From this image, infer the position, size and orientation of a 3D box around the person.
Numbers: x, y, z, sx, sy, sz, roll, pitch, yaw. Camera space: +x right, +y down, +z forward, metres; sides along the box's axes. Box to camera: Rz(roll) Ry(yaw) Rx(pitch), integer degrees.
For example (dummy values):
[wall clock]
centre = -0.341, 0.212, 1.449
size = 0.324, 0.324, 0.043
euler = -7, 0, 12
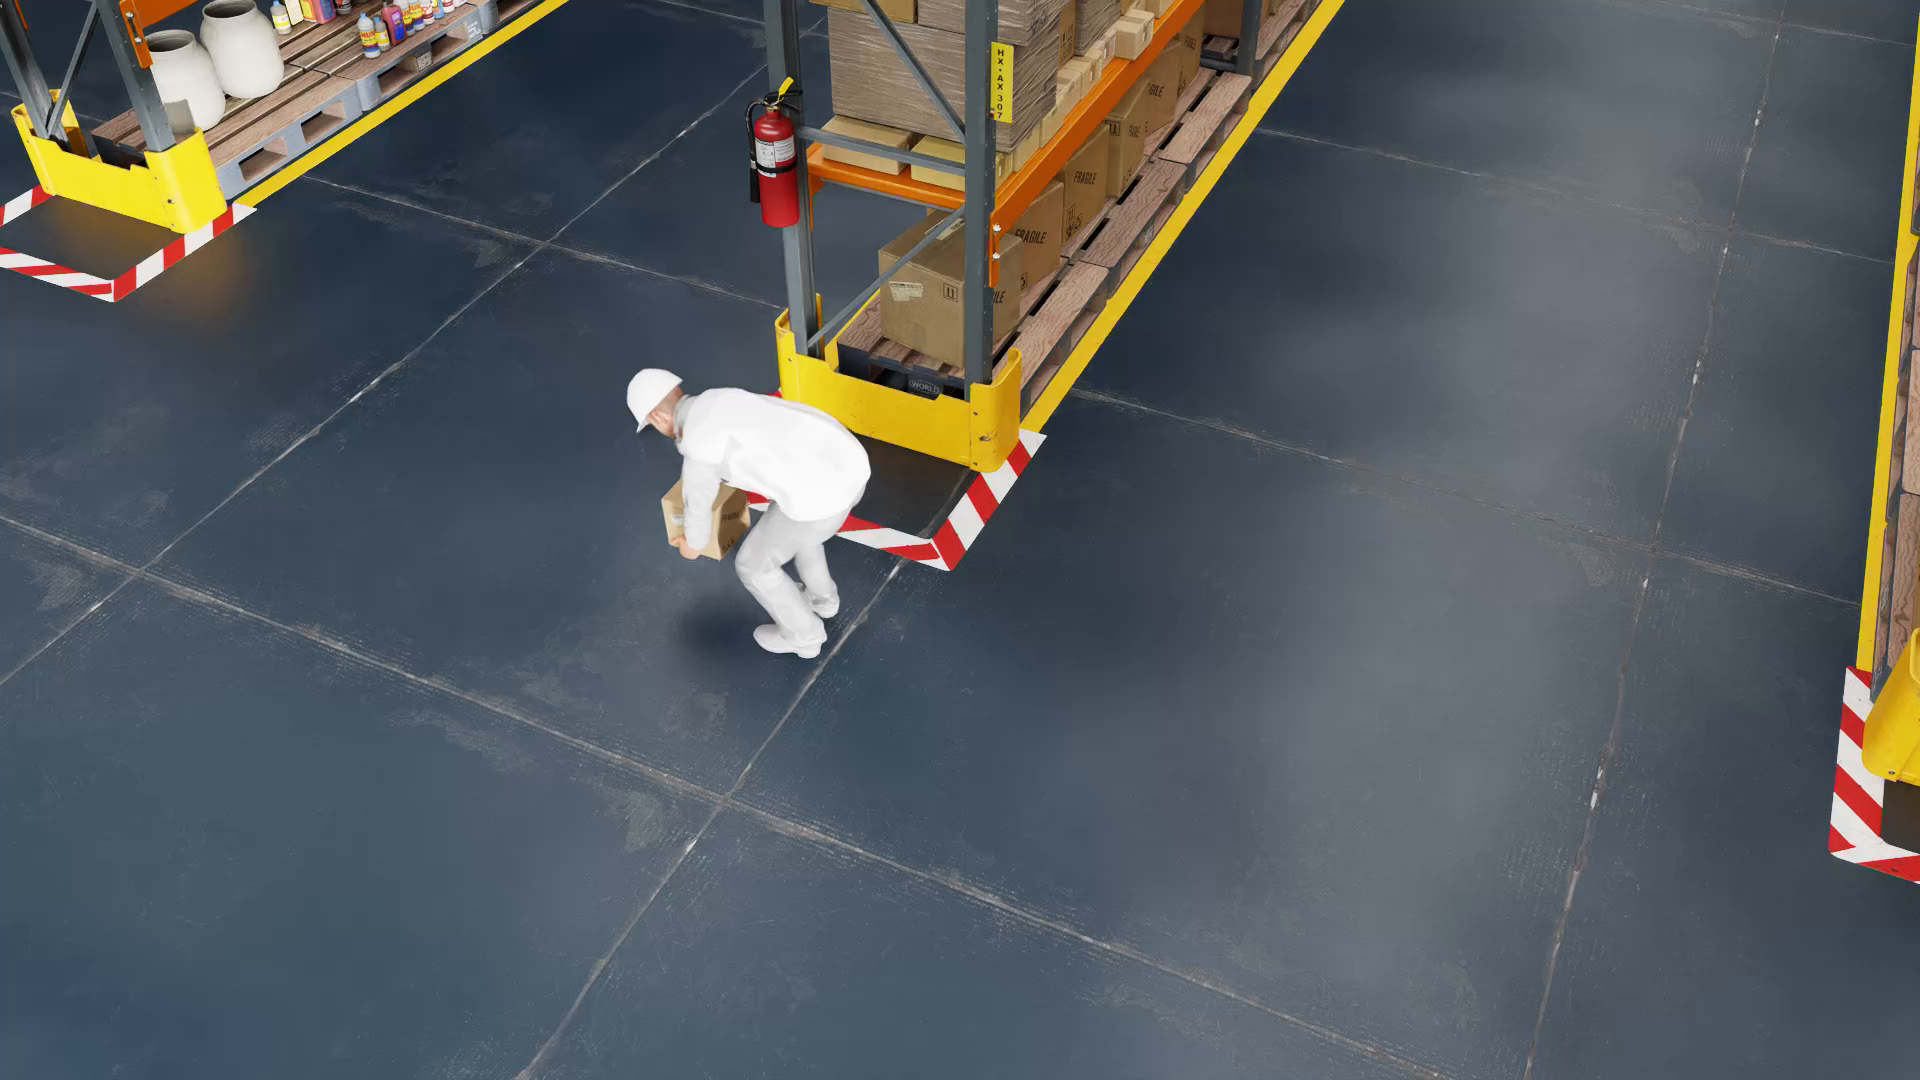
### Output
[person]
centre = -0.847, -0.119, 6.737
size = 0.988, 1.157, 0.486
euler = 15, 44, 17
